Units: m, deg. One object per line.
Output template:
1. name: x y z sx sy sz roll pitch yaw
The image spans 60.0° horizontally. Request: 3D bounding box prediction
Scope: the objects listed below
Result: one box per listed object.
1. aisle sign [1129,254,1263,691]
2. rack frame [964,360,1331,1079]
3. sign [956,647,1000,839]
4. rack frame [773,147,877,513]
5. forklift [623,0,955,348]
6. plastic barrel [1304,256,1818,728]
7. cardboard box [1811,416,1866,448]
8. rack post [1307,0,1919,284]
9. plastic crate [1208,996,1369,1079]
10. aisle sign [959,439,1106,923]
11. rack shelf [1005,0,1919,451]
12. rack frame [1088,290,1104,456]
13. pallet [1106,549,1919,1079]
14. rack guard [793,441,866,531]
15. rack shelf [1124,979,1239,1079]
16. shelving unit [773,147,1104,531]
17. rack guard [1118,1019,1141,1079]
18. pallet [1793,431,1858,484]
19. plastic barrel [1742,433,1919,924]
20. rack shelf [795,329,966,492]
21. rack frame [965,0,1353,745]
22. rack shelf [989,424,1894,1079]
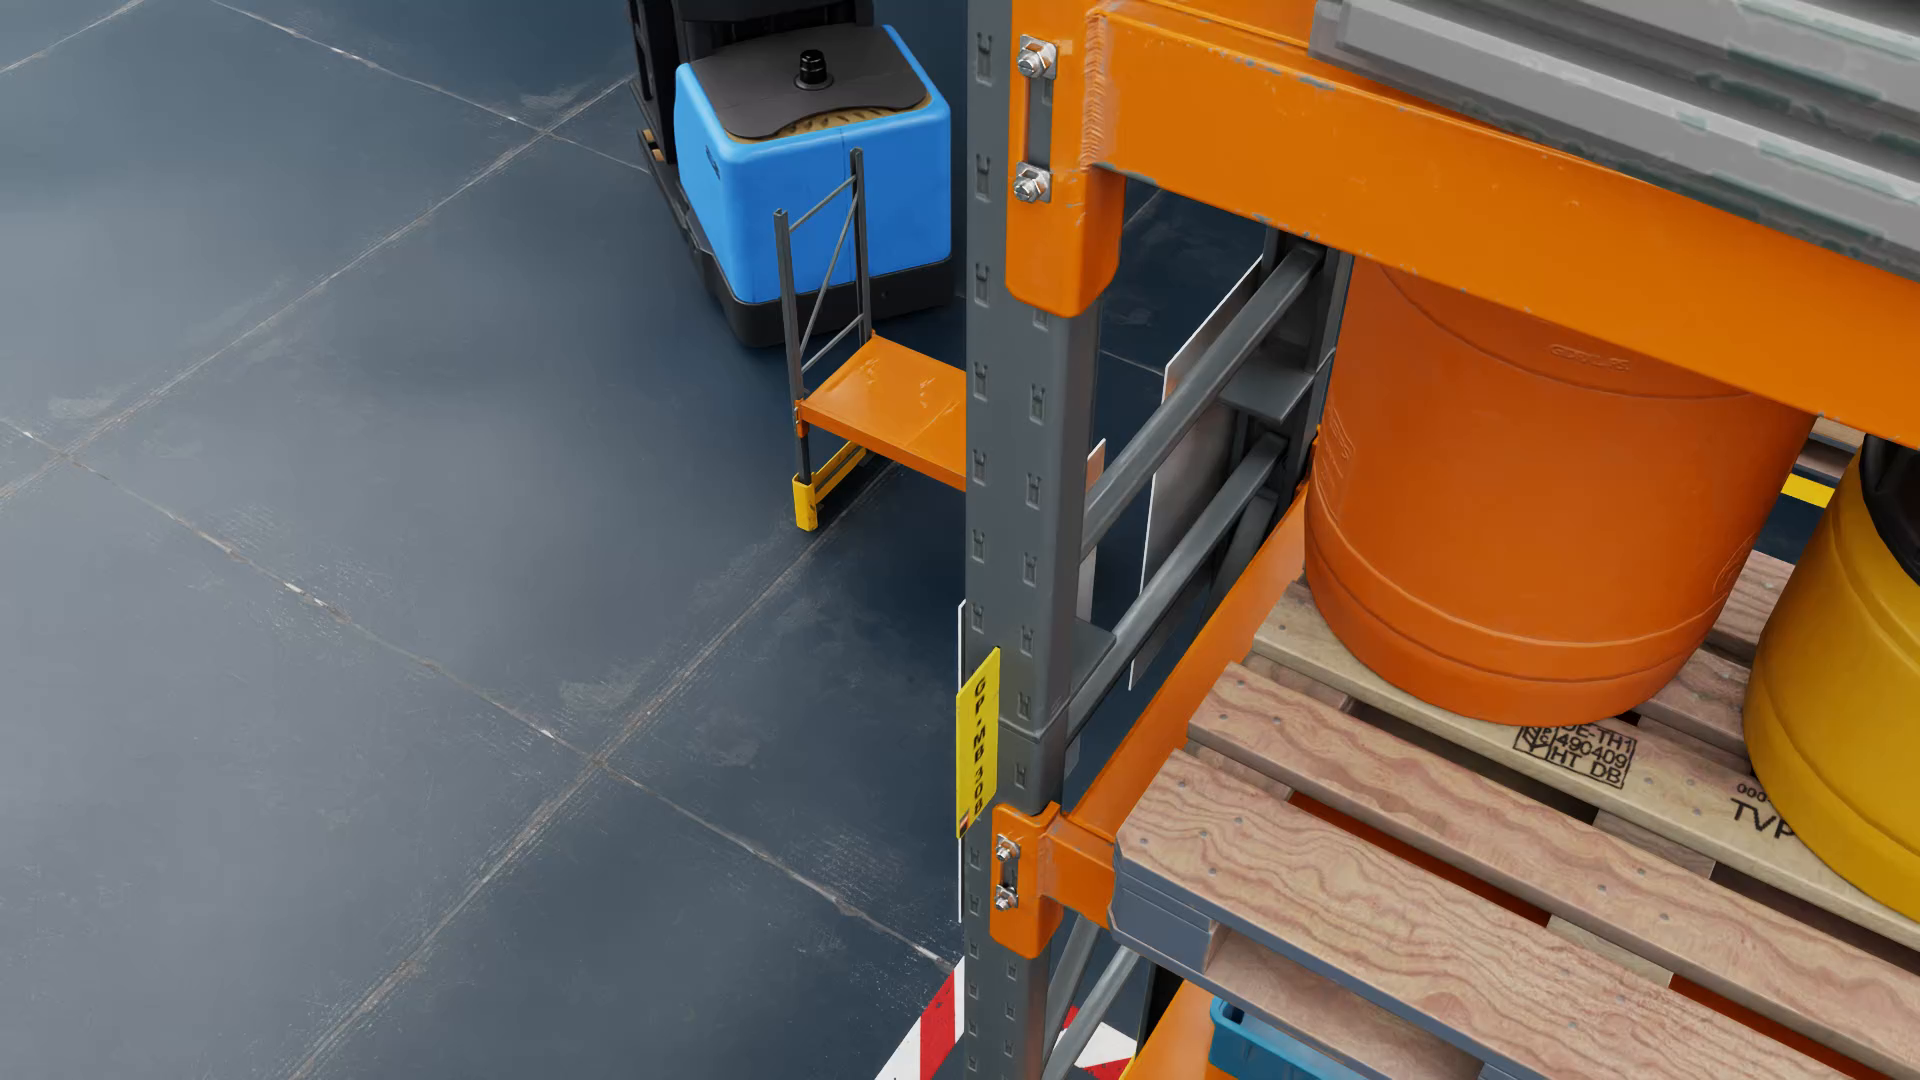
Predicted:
1. aisle sign: 0.424 -0.111 2.954 0.004 0.787 0.394 25 51 22
2. rack frame: 0.325 1.002 3.685 0.127 3.000 1.000 25 51 22
3. sign: 0.024 0.284 2.285 0.005 0.325 0.100 25 51 22
4. rack frame: -0.500 -0.753 6.435 0.032 1.500 0.500 25 51 22
5. forklift: -1.030 -2.963 7.586 1.130 2.935 3.031 -16 48 -15
6. plastic barrel: 0.802 -0.228 2.196 0.708 0.830 0.600 25 51 22
7. cardboard box: 3.756 -0.642 6.906 0.500 0.250 0.500 25 51 22
8. rack post: 0.892 -0.545 1.354 0.954 0.300 0.937 30 53 26
9. plastic crate: 0.908 1.067 3.725 0.616 0.251 0.499 25 51 22
10. aisle sign: 0.106 0.245 2.608 0.004 0.787 0.394 25 51 22
11. rack shelf: 2.008 0.076 1.182 4.000 0.370 1.077 25 51 22
12. rack frame: 0.356 -0.359 6.053 0.032 1.500 0.500 25 51 22
13. pallet: 0.968 0.402 2.308 1.213 0.211 1.003 25 51 22
14. rack guard: -0.483 -0.309 6.876 0.087 0.250 0.587 25 51 22
15. rack shelf: 2.008 2.027 3.190 4.000 0.370 1.077 25 51 22
16. shelving unit: -0.064 -0.552 6.241 1.083 1.500 0.587 25 51 22
17. rack guard: 0.414 1.874 4.580 0.348 0.500 1.175 25 51 22
18. pallet: 3.668 -0.744 7.326 1.213 0.211 1.003 25 51 22
19. plastic barrel: 1.353 0.109 2.037 0.600 0.588 0.600 0 46 0
20. rack shelf: -0.072 -0.430 6.373 1.000 0.185 0.538 25 51 22
21. rack frame: 0.325 -1.089 1.533 0.127 3.000 1.000 25 51 22
22. rack shelf: 2.008 0.982 2.115 4.000 0.370 1.077 25 51 22
